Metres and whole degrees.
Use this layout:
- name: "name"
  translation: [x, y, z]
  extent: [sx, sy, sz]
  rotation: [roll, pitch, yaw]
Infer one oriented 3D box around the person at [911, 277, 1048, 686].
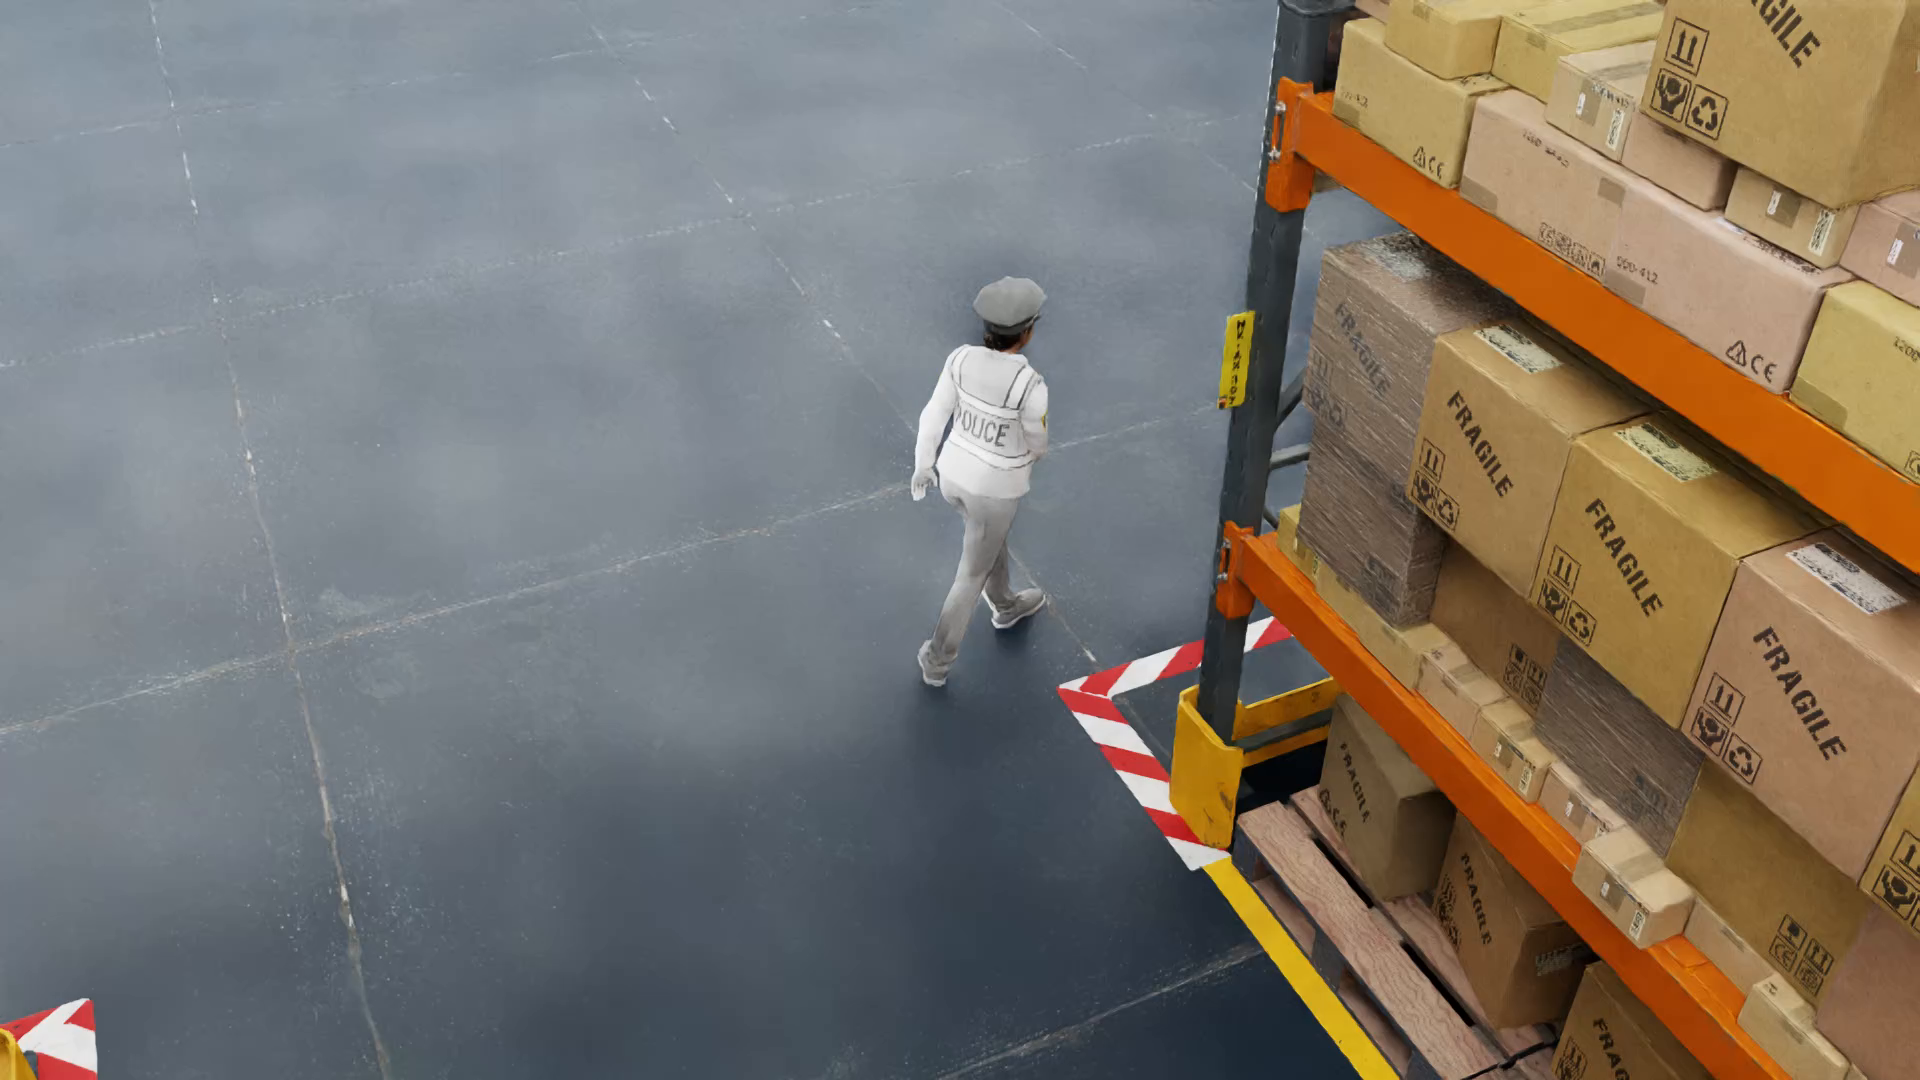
- name: "person"
  translation: [0.084, -0.230, 6.434]
  extent: [0.515, 1.639, 0.775]
  rotation: [30, 47, 33]
